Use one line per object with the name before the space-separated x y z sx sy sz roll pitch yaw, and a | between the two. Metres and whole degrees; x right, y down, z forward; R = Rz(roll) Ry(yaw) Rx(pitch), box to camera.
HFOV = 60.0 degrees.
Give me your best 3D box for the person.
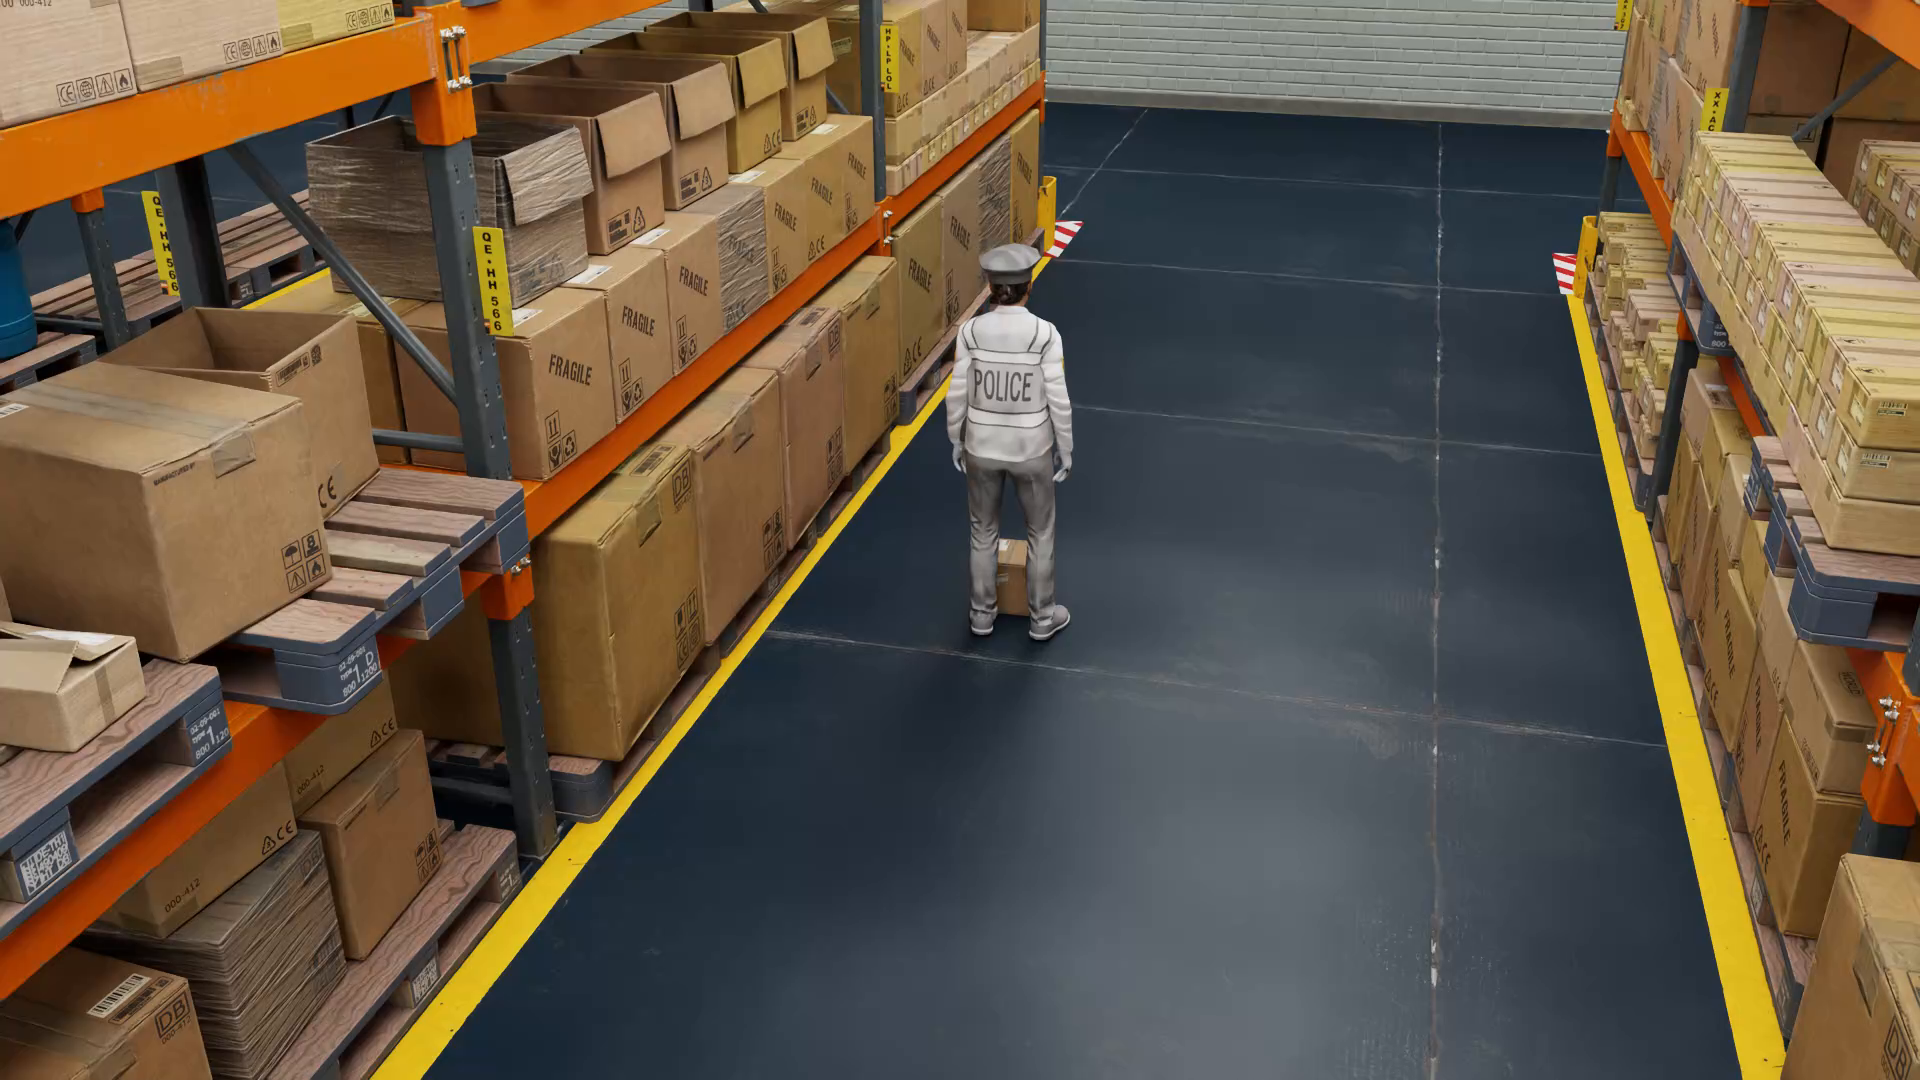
person | 0.205 -0.371 6.883 0.528 1.664 0.372 6 26 12
